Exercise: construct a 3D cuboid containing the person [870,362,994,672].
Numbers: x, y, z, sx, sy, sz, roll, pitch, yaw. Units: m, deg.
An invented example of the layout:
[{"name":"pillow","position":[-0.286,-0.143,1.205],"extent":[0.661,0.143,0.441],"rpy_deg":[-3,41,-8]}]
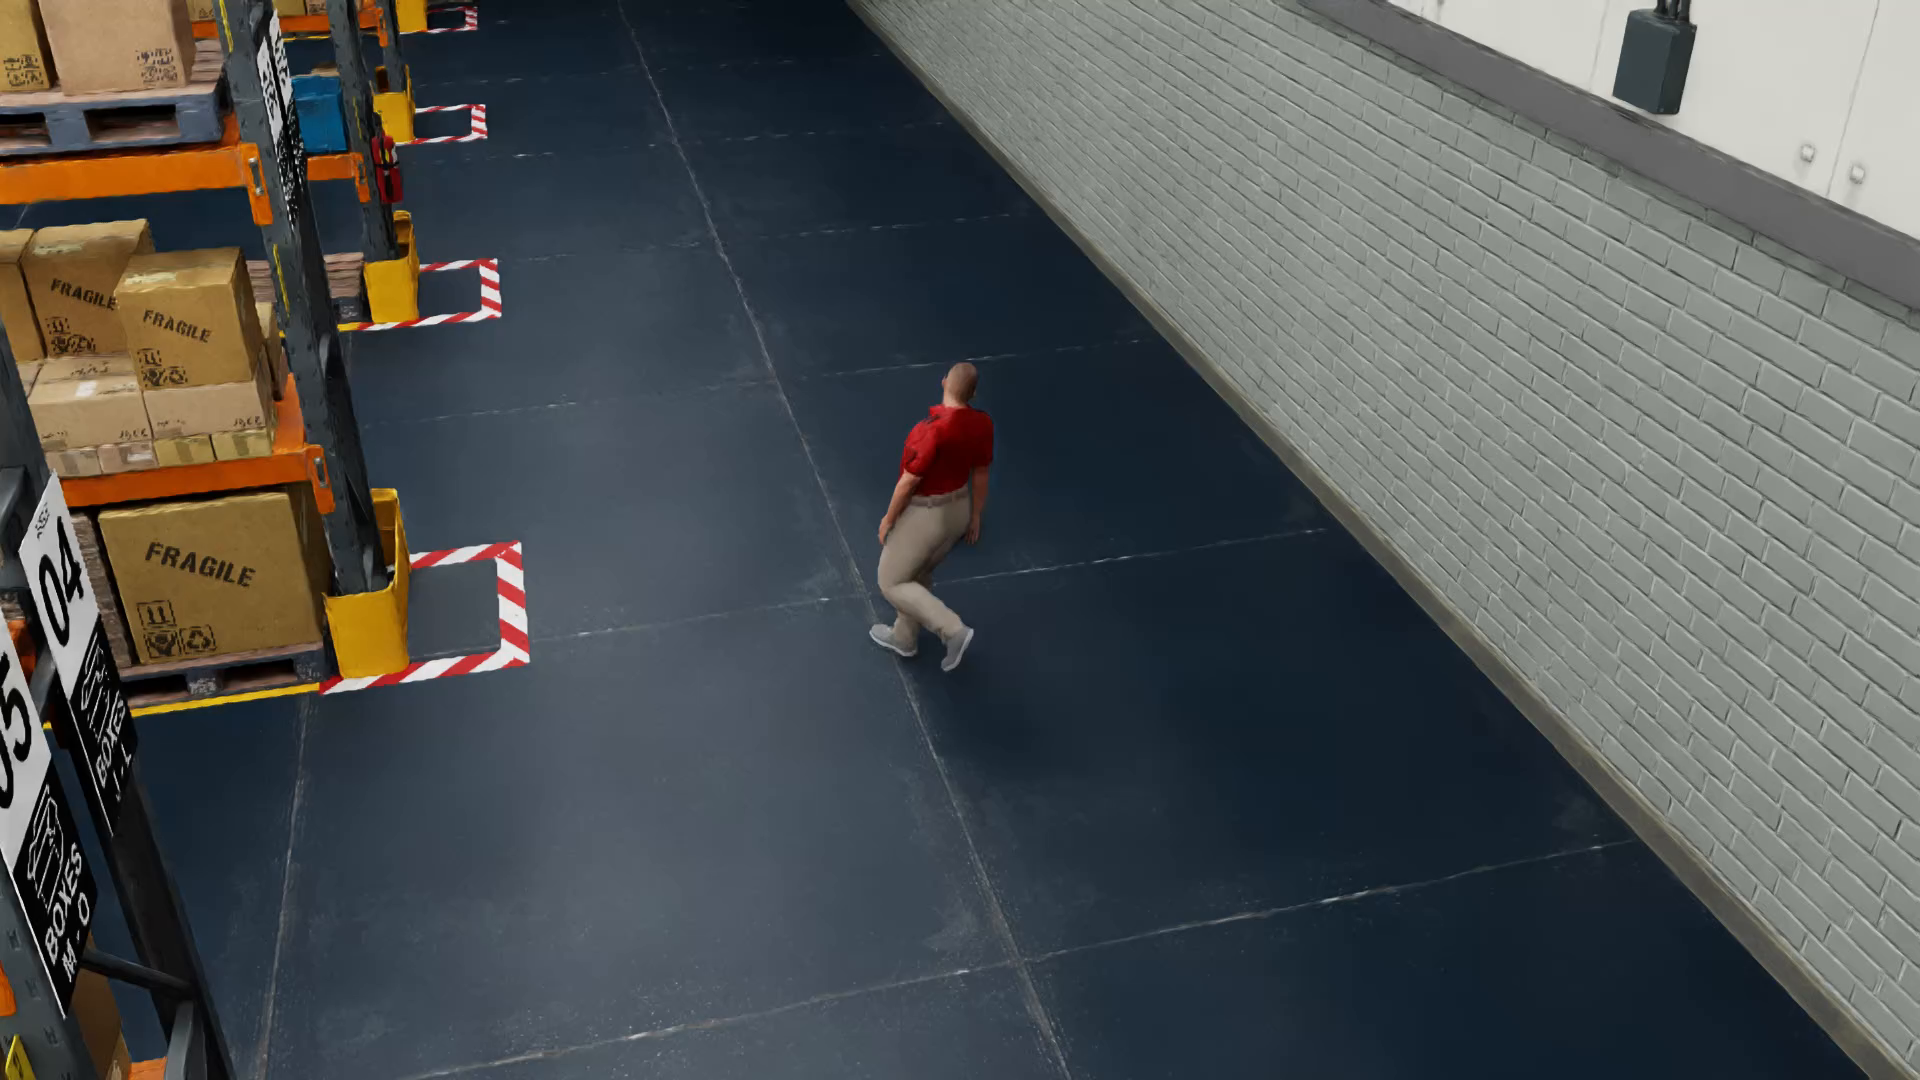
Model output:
[{"name":"person","position":[-0.127,-0.120,8.507],"extent":[0.771,1.672,0.609],"rpy_deg":[26,39,37]}]
